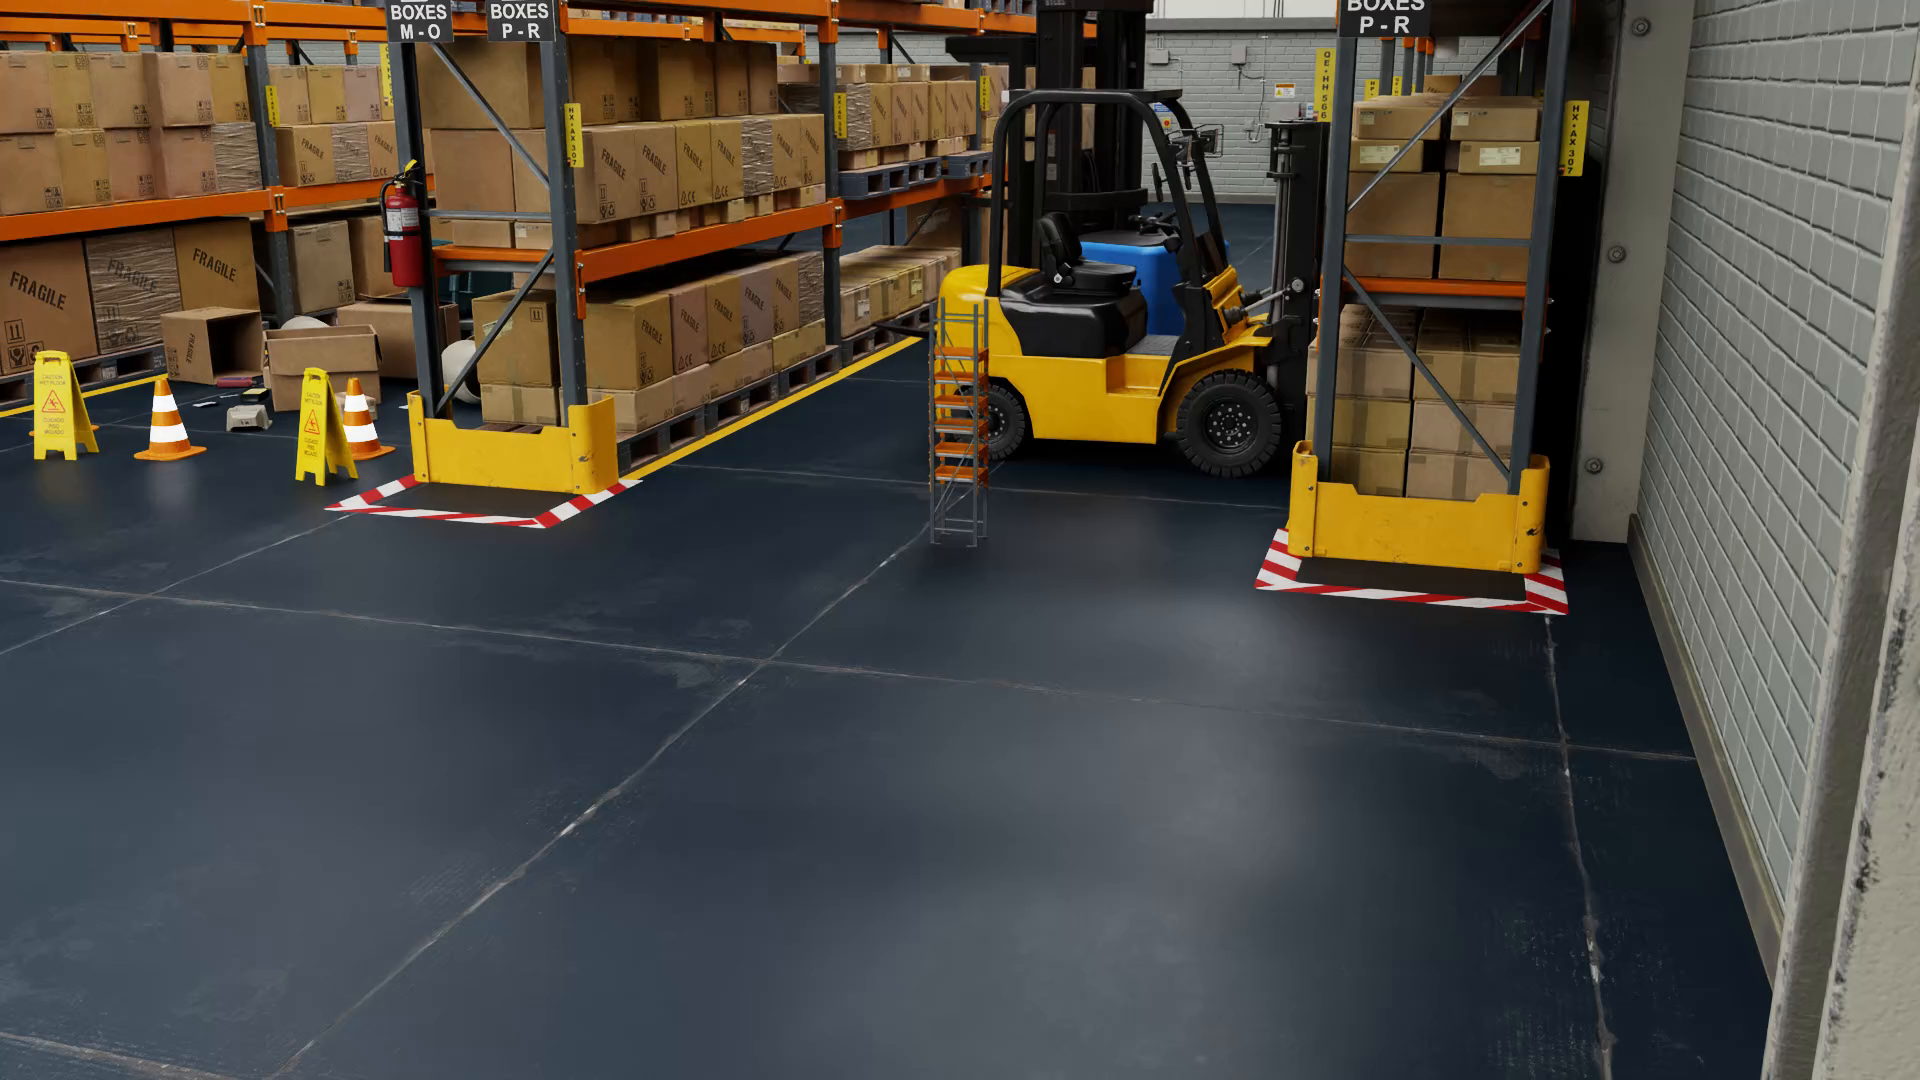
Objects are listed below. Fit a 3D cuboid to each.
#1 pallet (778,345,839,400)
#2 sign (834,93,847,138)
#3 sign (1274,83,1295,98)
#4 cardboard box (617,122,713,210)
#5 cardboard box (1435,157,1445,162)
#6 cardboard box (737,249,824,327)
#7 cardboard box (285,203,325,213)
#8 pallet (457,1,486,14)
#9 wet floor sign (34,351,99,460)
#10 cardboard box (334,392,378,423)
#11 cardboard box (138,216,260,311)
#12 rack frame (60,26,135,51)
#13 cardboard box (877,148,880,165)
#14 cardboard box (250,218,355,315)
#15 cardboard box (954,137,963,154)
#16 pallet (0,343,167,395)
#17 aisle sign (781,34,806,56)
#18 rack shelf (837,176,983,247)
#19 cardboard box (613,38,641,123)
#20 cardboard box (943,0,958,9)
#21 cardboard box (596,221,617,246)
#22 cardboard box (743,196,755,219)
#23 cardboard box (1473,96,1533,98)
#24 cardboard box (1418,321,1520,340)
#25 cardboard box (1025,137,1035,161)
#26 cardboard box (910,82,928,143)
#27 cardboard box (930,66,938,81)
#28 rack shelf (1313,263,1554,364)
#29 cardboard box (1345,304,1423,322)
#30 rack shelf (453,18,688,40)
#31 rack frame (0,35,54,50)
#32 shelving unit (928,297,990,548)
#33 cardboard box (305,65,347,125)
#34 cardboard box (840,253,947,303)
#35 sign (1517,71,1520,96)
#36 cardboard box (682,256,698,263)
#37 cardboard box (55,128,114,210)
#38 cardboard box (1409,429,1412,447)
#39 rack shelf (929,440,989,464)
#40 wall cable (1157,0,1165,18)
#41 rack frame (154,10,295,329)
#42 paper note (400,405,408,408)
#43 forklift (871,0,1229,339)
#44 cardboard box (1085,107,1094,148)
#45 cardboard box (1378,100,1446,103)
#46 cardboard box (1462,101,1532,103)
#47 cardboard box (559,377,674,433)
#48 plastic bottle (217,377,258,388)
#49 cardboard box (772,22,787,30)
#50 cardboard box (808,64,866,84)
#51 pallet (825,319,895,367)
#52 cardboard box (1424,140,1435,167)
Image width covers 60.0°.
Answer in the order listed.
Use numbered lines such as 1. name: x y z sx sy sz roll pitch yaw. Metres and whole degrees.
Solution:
1. pallet: -1.580 -1.287 12.480 1.003 0.211 1.213 5 16 16
2. sign: -0.901 -3.183 12.470 0.100 0.325 0.005 5 16 16
3. sign: 5.545 -7.678 28.390 0.339 0.242 0.001 5 16 16
4. cardboard box: -1.872 -2.323 10.295 0.500 0.500 0.500 4 16 15
5. cardboard box: 2.390 -1.843 9.147 0.500 0.500 0.500 4 16 15
6. cardboard box: -1.334 -1.871 12.325 0.500 0.500 0.500 4 16 15
7. cardboard box: -9.067 -4.446 21.630 1.225 0.875 0.875 4 16 14
8. pallet: -5.193 -5.391 16.687 1.213 0.211 1.003 5 17 18
9. wet floor sign: -5.445 -0.824 10.053 0.267 0.644 0.232 2 16 6
10. cardboard box: -4.124 -0.888 11.189 0.250 0.149 0.380 -15 21 -41
11. cardboard box: -6.444 -2.185 13.661 0.875 0.875 0.875 5 17 17
12. rack frame: -9.788 -4.622 19.128 1.000 3.000 0.127 5 16 16
13. cardboard box: -0.877 -3.153 13.640 0.380 0.149 0.250 6 17 19
14. cardboard box: -6.108 -2.454 14.836 1.050 0.750 0.750 5 16 16
15. cardboard box: -0.190 -3.686 15.517 0.380 0.149 0.250 4 16 15
16. pallet: -6.834 -1.310 12.561 1.003 0.211 1.213 5 16 16
17. aisle sign: -2.479 -7.550 24.688 0.394 0.787 0.004 5 16 16
18. rack shelf: -0.855 -2.984 14.672 1.077 0.370 4.000 5 16 16
19. cardboard box: -2.427 -2.857 10.343 0.700 0.500 0.500 4 16 15
20. cardboard box: -0.238 -5.011 15.464 0.380 0.149 0.250 5 16 16
21. cardboard box: -2.207 -1.780 9.567 0.380 0.149 0.250 5 17 17
22. cardboard box: -1.609 -2.248 11.218 0.380 0.149 0.250 4 16 15
23. cardboard box: 3.536 -2.819 10.855 0.380 0.149 0.250 5 16 16
24. cardboard box: 2.657 -0.979 8.721 0.500 0.250 0.500 5 16 16
25. cardboard box: 0.514 -4.292 18.238 0.500 0.250 0.500 5 16 16
26. cardboard box: -0.584 -3.695 14.363 0.500 0.500 0.500 4 16 14
27. cardboard box: -0.390 -4.538 16.817 0.500 0.500 0.500 4 16 14
28. rack shelf: 2.768 -1.554 9.629 1.077 0.370 4.000 5 16 16
29. cardboard box: 2.456 -1.280 9.783 0.500 0.250 0.500 4 16 15
30. rack shelf: -4.493 -5.831 19.212 1.077 0.370 4.000 5 16 16
31. rack frame: -13.400 -6.053 24.172 1.000 3.000 0.127 5 16 16
32. shelving unit: -0.004 -0.573 8.152 0.258 1.200 0.189 5 16 16
33. cardboard box: -5.918 -3.959 14.774 0.700 0.500 0.500 4 16 15
34. cardboard box: -0.659 -2.451 15.518 0.950 0.372 0.625 4 16 15
35. sign: 6.143 -5.031 18.448 0.100 0.325 0.005 5 16 16
36. cardboard box: -2.087 -2.063 11.812 0.380 0.149 0.250 5 17 18
37. cardboard box: -6.747 -2.715 12.129 0.875 0.550 0.500 5 16 16
38. cardboard box: 2.181 -0.533 8.980 0.500 0.250 0.500 5 16 16
39. rack shelf: -0.004 -0.415 8.197 0.258 0.103 0.180 5 16 16
40. wall cable: 3.333 -10.343 28.303 0.463 3.000 0.029 5 16 16
41. rack frame: -6.198 -3.164 13.989 1.000 3.000 0.127 5 16 16
42. paper note: -3.815 -0.939 11.605 0.148 0.019 0.142 11 19 35
43. forklift: 0.575 -2.773 12.736 3.031 2.935 1.130 14 21 41
44. cardboard box: 1.381 -5.182 20.919 0.500 0.500 0.500 5 17 16
45. cardboard box: 2.530 -2.392 9.347 0.380 0.149 0.250 5 17 17
46. cardboard box: 2.967 -2.354 9.213 0.380 0.149 0.250 5 17 16
47. cardboard box: -2.066 -0.829 10.026 0.500 0.250 0.500 4 16 15
48. plastic bottle: -5.345 -1.169 12.340 0.283 0.061 0.133 -1 16 -3
49. cardboard box: -2.801 -7.401 23.704 0.500 0.250 0.500 5 16 16
50. cardboard box: -0.951 -3.608 12.866 0.380 0.149 0.250 5 16 16
51. pallet: -1.203 -1.669 13.828 1.003 0.211 1.213 5 16 16
52. cardboard box: 2.207 -1.982 8.446 0.380 0.149 0.250 5 17 17
